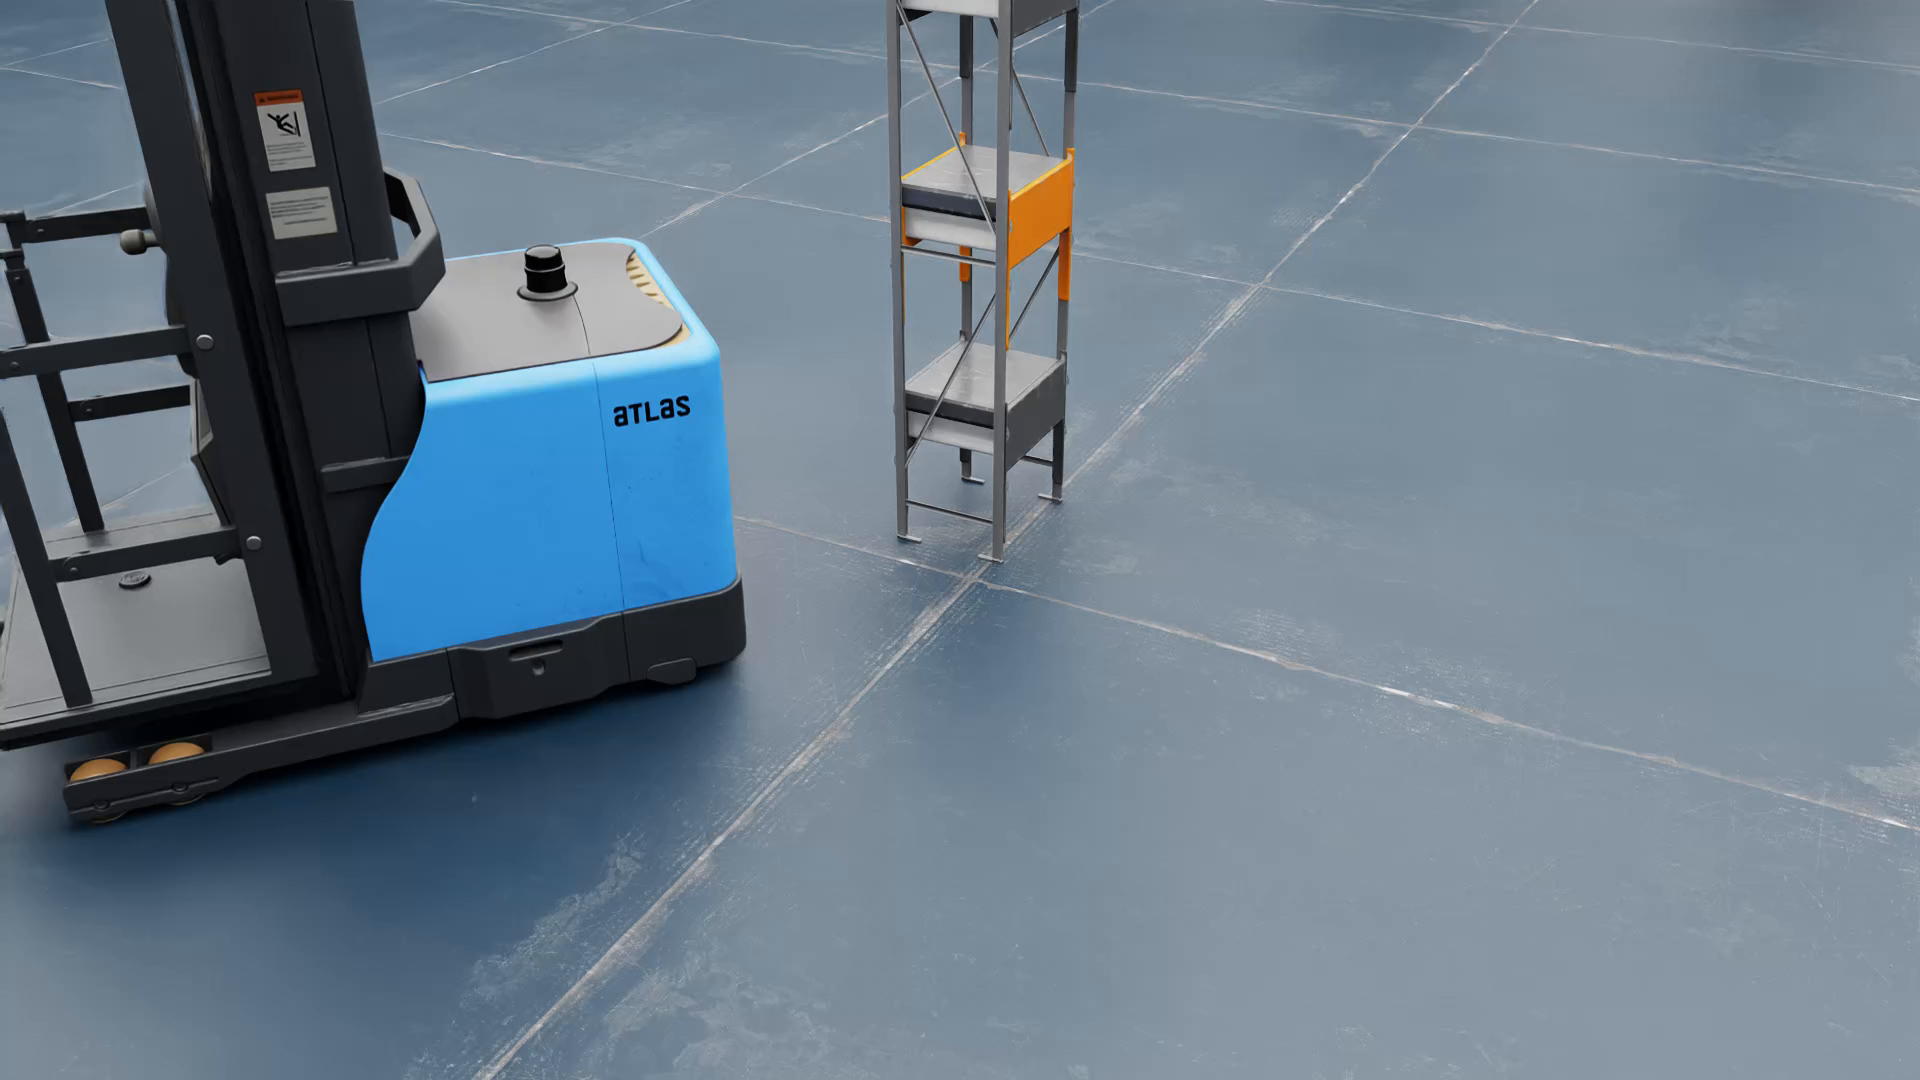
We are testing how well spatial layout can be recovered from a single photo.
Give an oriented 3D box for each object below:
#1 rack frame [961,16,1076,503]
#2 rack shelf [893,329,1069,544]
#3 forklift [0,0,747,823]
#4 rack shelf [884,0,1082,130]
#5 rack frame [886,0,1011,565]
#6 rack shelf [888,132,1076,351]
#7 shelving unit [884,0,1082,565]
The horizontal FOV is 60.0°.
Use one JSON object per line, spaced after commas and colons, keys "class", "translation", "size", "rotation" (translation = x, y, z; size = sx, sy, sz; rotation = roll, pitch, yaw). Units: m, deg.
{"class": "rack frame", "translation": [0.187, -1.092, 5.543], "size": [0.400, 2.100, 0.015], "rotation": [14, 33, 23]}
{"class": "rack shelf", "translation": [0.075, -0.365, 5.710], "size": [0.431, 0.518, 0.480], "rotation": [14, 33, 23]}
{"class": "forklift", "translation": [-2.216, -0.816, 4.228], "size": [3.031, 2.935, 1.130], "rotation": [-12, 32, -19]}
{"class": "rack shelf", "translation": [0.075, -1.579, 5.013], "size": [0.431, 0.518, 0.480], "rotation": [14, 33, 23]}
{"class": "rack frame", "translation": [-0.036, -0.876, 5.167], "size": [0.400, 2.100, 0.015], "rotation": [14, 33, 23]}
{"class": "rack shelf", "translation": [0.075, -0.972, 5.362], "size": [0.431, 0.518, 0.480], "rotation": [14, 33, 23]}
{"class": "shelving unit", "translation": [0.075, -0.984, 5.355], "size": [0.431, 2.100, 0.503], "rotation": [14, 33, 23]}
